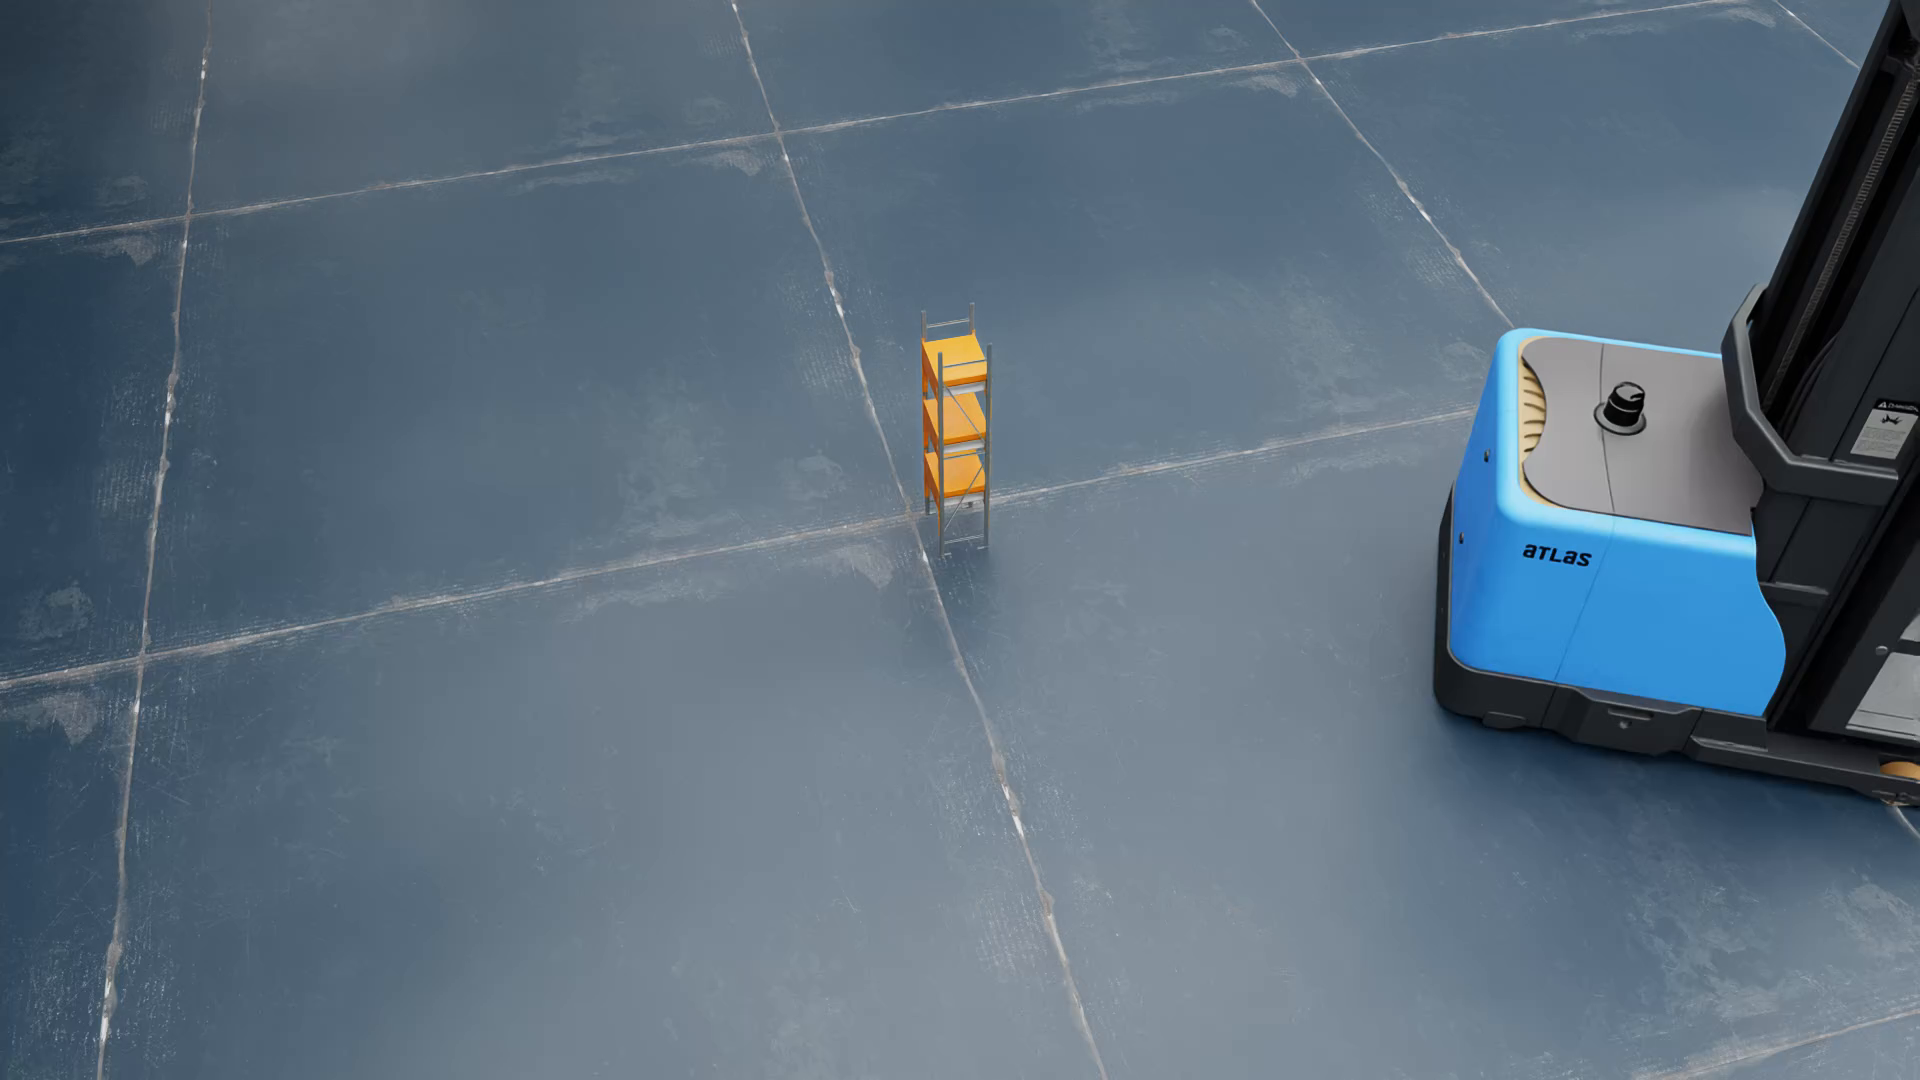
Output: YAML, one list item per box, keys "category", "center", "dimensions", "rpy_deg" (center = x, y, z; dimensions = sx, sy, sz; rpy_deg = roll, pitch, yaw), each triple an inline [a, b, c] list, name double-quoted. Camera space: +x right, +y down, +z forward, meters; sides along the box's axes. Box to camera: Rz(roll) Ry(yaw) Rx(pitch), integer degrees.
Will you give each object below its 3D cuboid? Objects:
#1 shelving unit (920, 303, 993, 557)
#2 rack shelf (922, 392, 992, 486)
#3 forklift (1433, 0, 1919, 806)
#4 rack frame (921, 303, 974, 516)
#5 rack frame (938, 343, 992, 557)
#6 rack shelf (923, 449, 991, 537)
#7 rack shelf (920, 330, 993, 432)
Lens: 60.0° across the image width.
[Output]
- category: "shelving unit"
  center: [-0.014, -0.404, 6.411]
  dimensions: [0.215, 1.050, 0.252]
  rpy_deg: [-11, 47, -10]
- category: "rack shelf"
  center: [-0.014, -0.397, 6.419]
  dimensions: [0.215, 0.259, 0.240]
  rpy_deg: [-11, 47, -10]
- category: "forklift"
  center: [3.311, -0.483, 5.171]
  dimensions: [3.031, 2.935, 1.130]
  rpy_deg: [9, 46, 9]
- category: "rack frame"
  center: [-0.045, -0.489, 6.494]
  dimensions: [0.200, 1.050, 0.008]
  rpy_deg: [-11, 47, -10]
- category: "rack frame"
  center: [0.018, -0.320, 6.329]
  dimensions: [0.200, 1.050, 0.008]
  rpy_deg: [-11, 47, -10]
- category: "rack shelf"
  center: [-0.014, -0.202, 6.617]
  dimensions: [0.215, 0.259, 0.240]
  rpy_deg: [-11, 47, -10]
- category: "rack shelf"
  center: [-0.014, -0.596, 6.216]
  dimensions: [0.215, 0.259, 0.240]
  rpy_deg: [-11, 47, -10]
